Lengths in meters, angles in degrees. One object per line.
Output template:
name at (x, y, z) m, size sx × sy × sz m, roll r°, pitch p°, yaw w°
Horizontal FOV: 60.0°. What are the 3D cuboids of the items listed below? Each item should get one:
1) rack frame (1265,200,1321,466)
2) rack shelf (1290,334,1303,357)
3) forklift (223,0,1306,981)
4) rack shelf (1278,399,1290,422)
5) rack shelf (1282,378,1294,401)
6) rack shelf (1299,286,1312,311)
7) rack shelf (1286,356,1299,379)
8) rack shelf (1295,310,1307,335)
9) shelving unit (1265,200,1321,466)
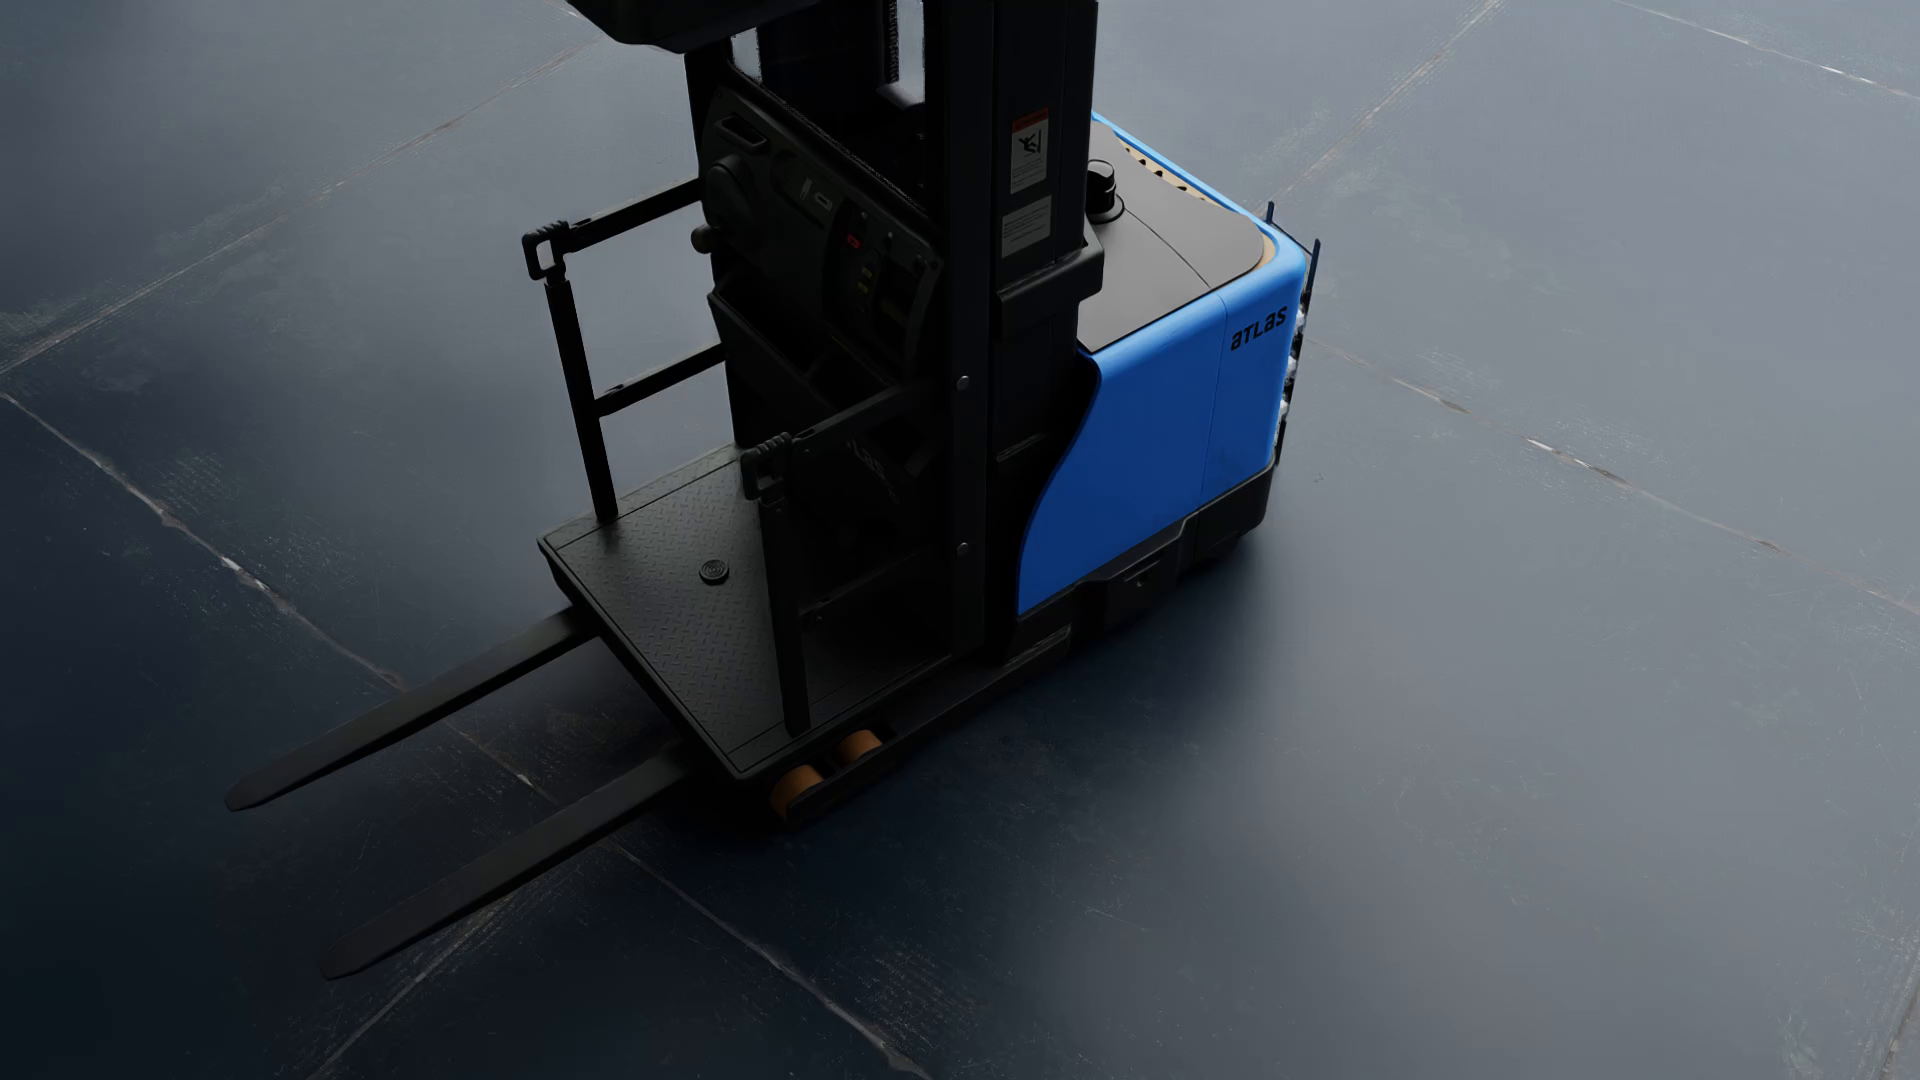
rack frame at (0.987, -0.631, 5.230) m, size 0.006 × 0.900 × 0.240 m, roll -23°, pitch 51°, yaw -21°
rack shelf at (0.900, -0.632, 5.153) m, size 0.200 × 0.077 × 0.258 m, roll -23°, pitch 51°, yaw -21°
forklift at (-0.512, -0.676, 3.869) m, size 3.031 × 2.935 × 1.130 m, roll -29°, pitch 53°, yaw -25°
rack shelf at (0.900, -0.446, 5.349) m, size 0.200 × 0.077 × 0.258 m, roll -23°, pitch 51°, yaw -21°
rack shelf at (0.900, -0.508, 5.284) m, size 0.200 × 0.077 × 0.258 m, roll -23°, pitch 51°, yaw -21°
rack shelf at (0.900, -0.757, 5.023) m, size 0.200 × 0.077 × 0.258 m, roll -23°, pitch 51°, yaw -21°
rack shelf at (0.900, -0.570, 5.218) m, size 0.200 × 0.077 × 0.258 m, roll -23°, pitch 51°, yaw -21°
rack shelf at (0.900, -0.695, 5.088) m, size 0.200 × 0.077 × 0.258 m, roll -23°, pitch 51°, yaw -21°
shelving unit at (0.900, -0.593, 5.194) m, size 0.210 × 0.900 × 0.258 m, roll -23°, pitch 51°, yaw -21°
